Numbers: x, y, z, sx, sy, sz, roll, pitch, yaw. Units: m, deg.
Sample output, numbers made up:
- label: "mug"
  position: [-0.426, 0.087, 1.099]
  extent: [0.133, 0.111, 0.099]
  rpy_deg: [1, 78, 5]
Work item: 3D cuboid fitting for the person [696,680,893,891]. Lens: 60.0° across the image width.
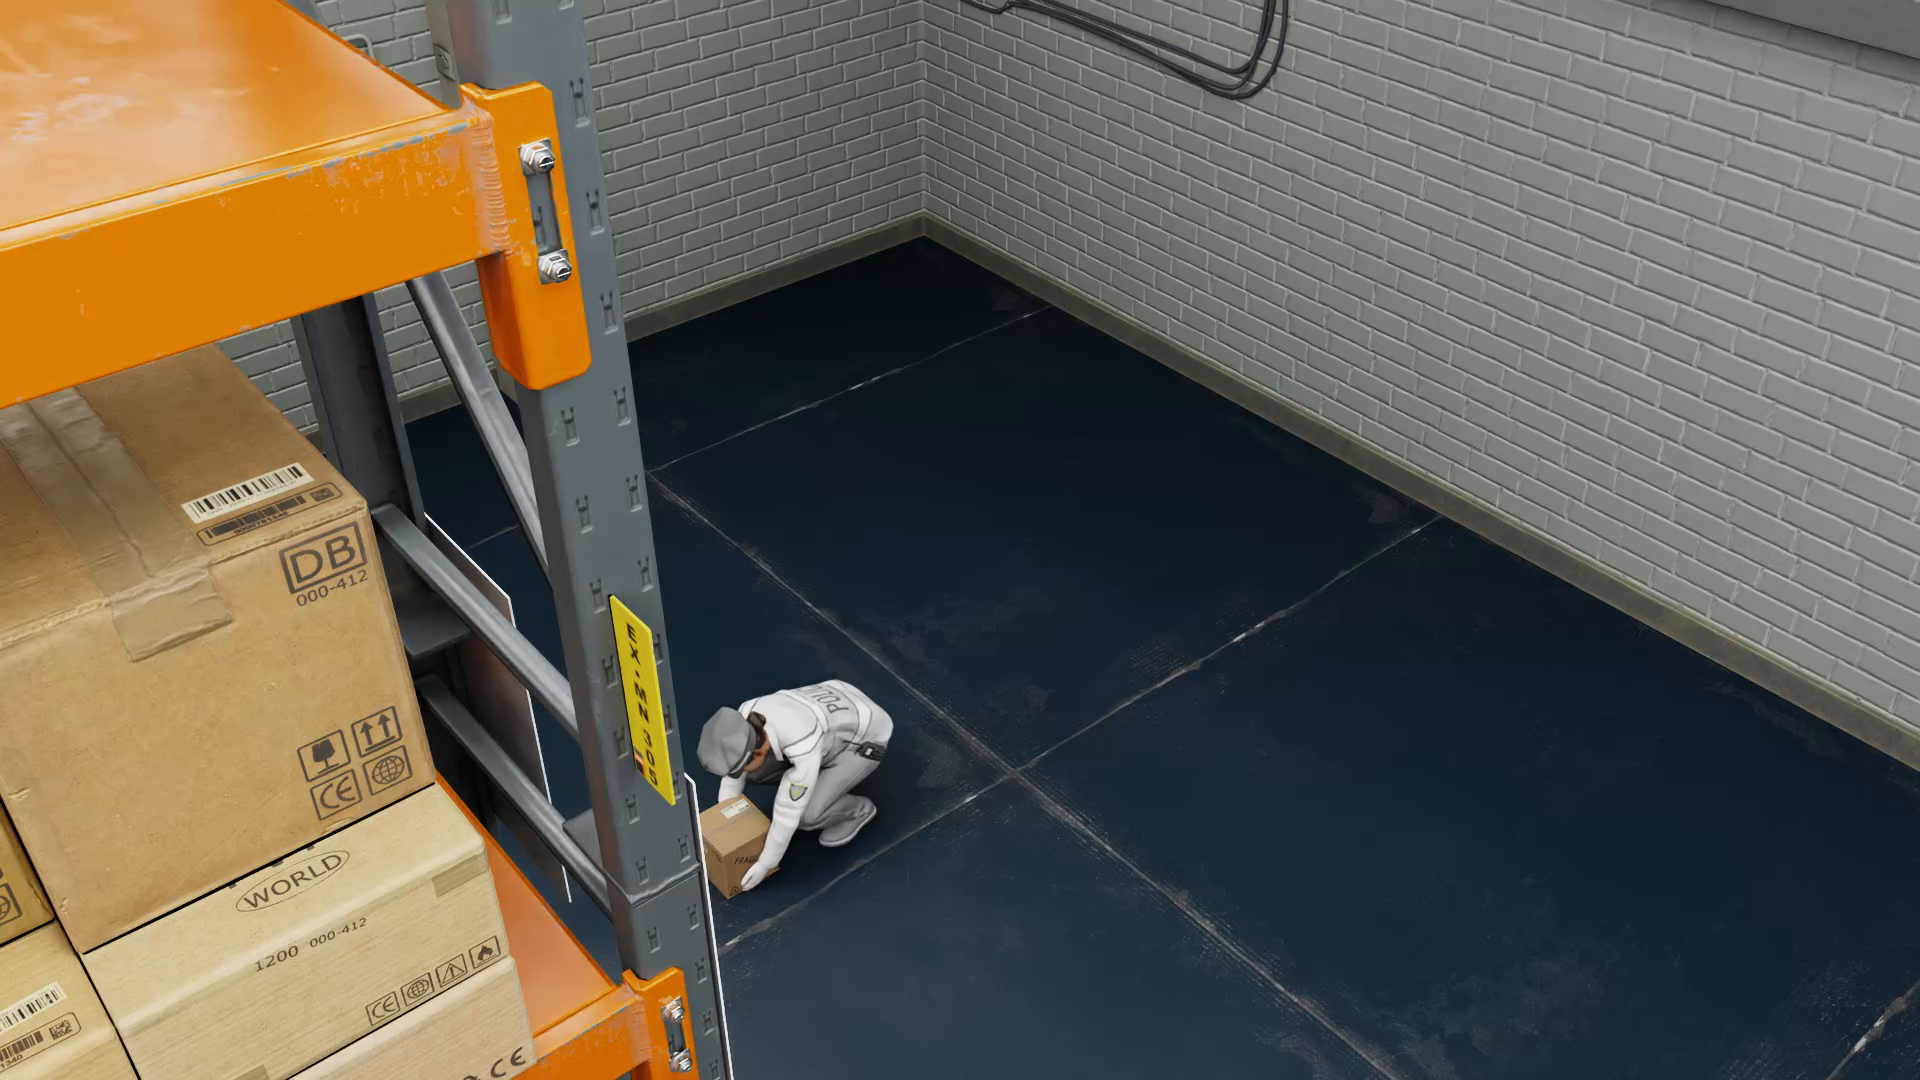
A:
- label: "person"
  position: [-0.657, 0.872, 6.607]
  extent: [0.863, 0.851, 0.478]
  rpy_deg: [-26, 44, -31]
